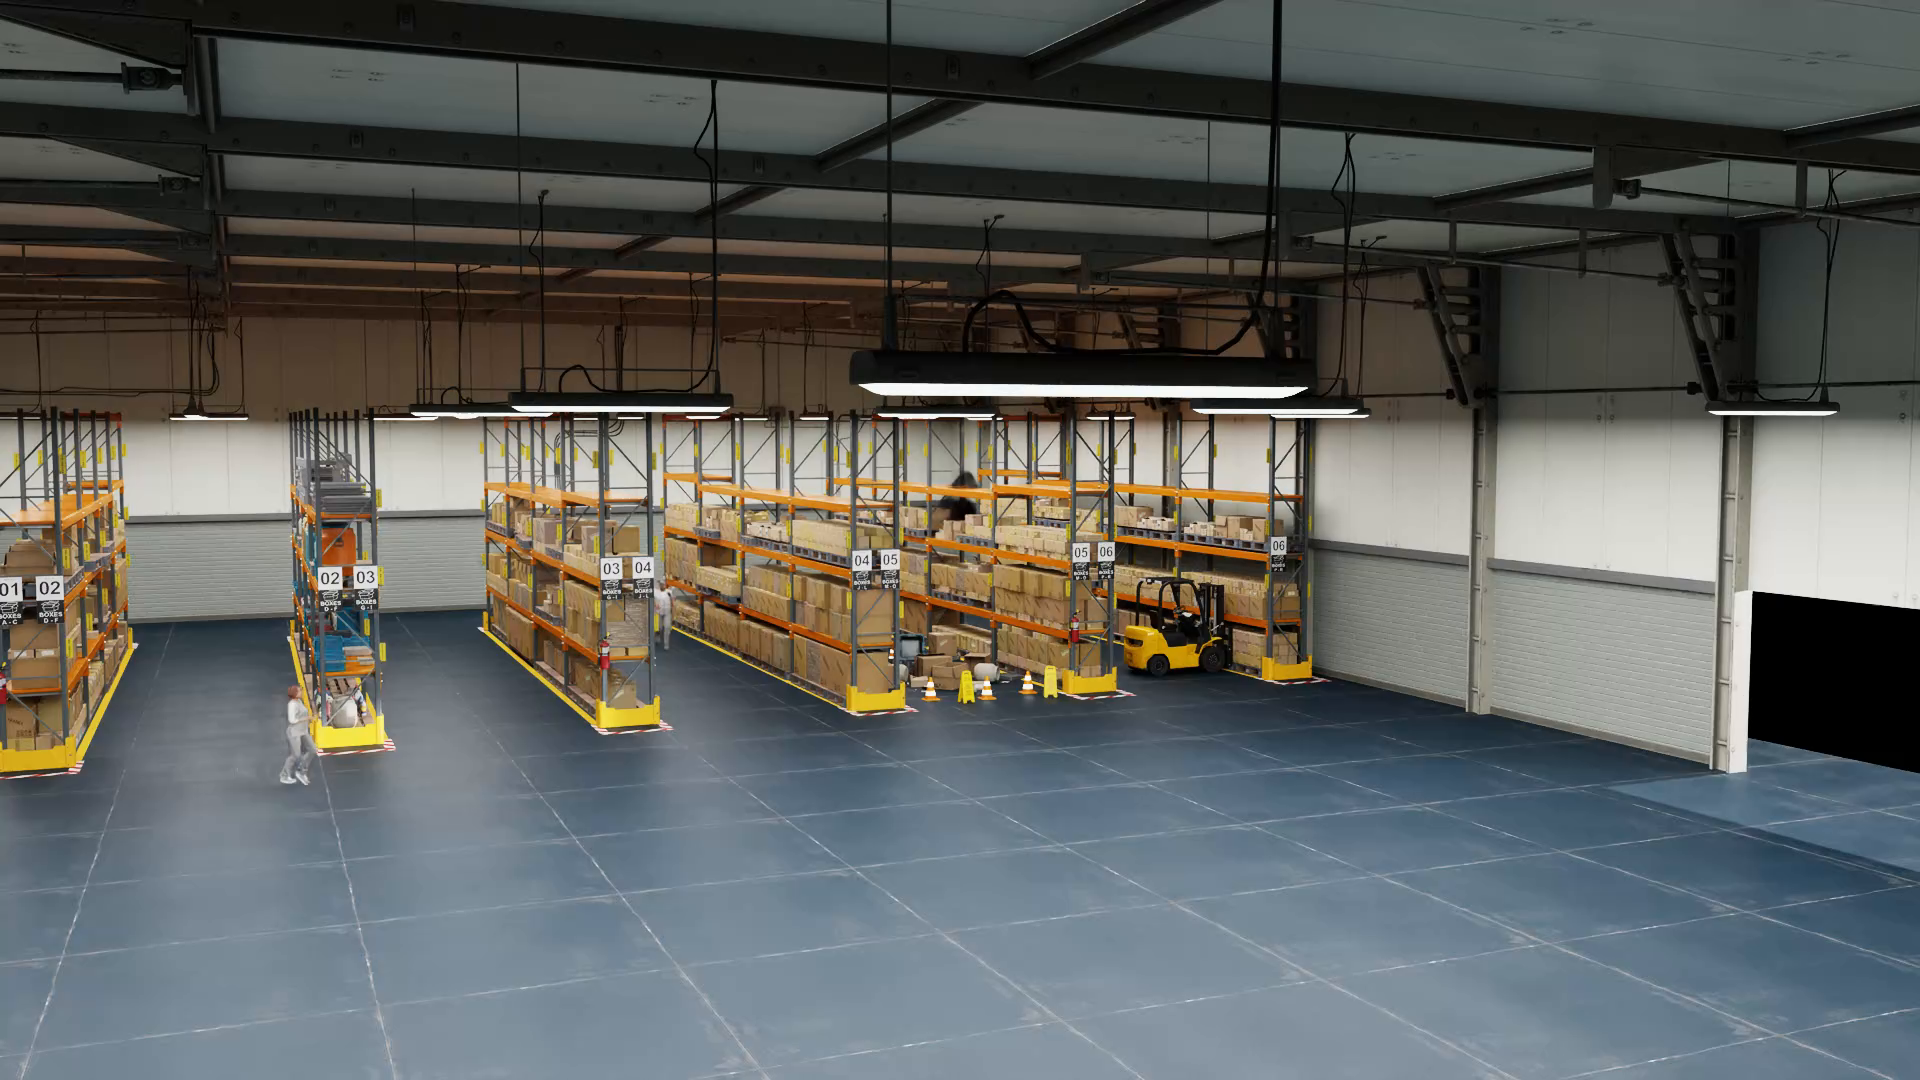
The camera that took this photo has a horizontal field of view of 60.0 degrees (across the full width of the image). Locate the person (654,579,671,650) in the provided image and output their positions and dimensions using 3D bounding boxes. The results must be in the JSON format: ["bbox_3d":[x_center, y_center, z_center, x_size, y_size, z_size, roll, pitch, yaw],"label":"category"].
[{"bbox_3d":[-7.600,1.874,42.481,0.425,1.788,0.957,-1,4,-20],"label":"person"}]

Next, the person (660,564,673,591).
[{"bbox_3d":[-8.732,1.464,49.208,0.844,1.619,0.668,0,4,1],"label":"person"}]

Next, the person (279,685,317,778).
[{"bbox_3d":[-10.427,3.017,26.229,0.640,1.474,0.479,0,4,3],"label":"person"}]
